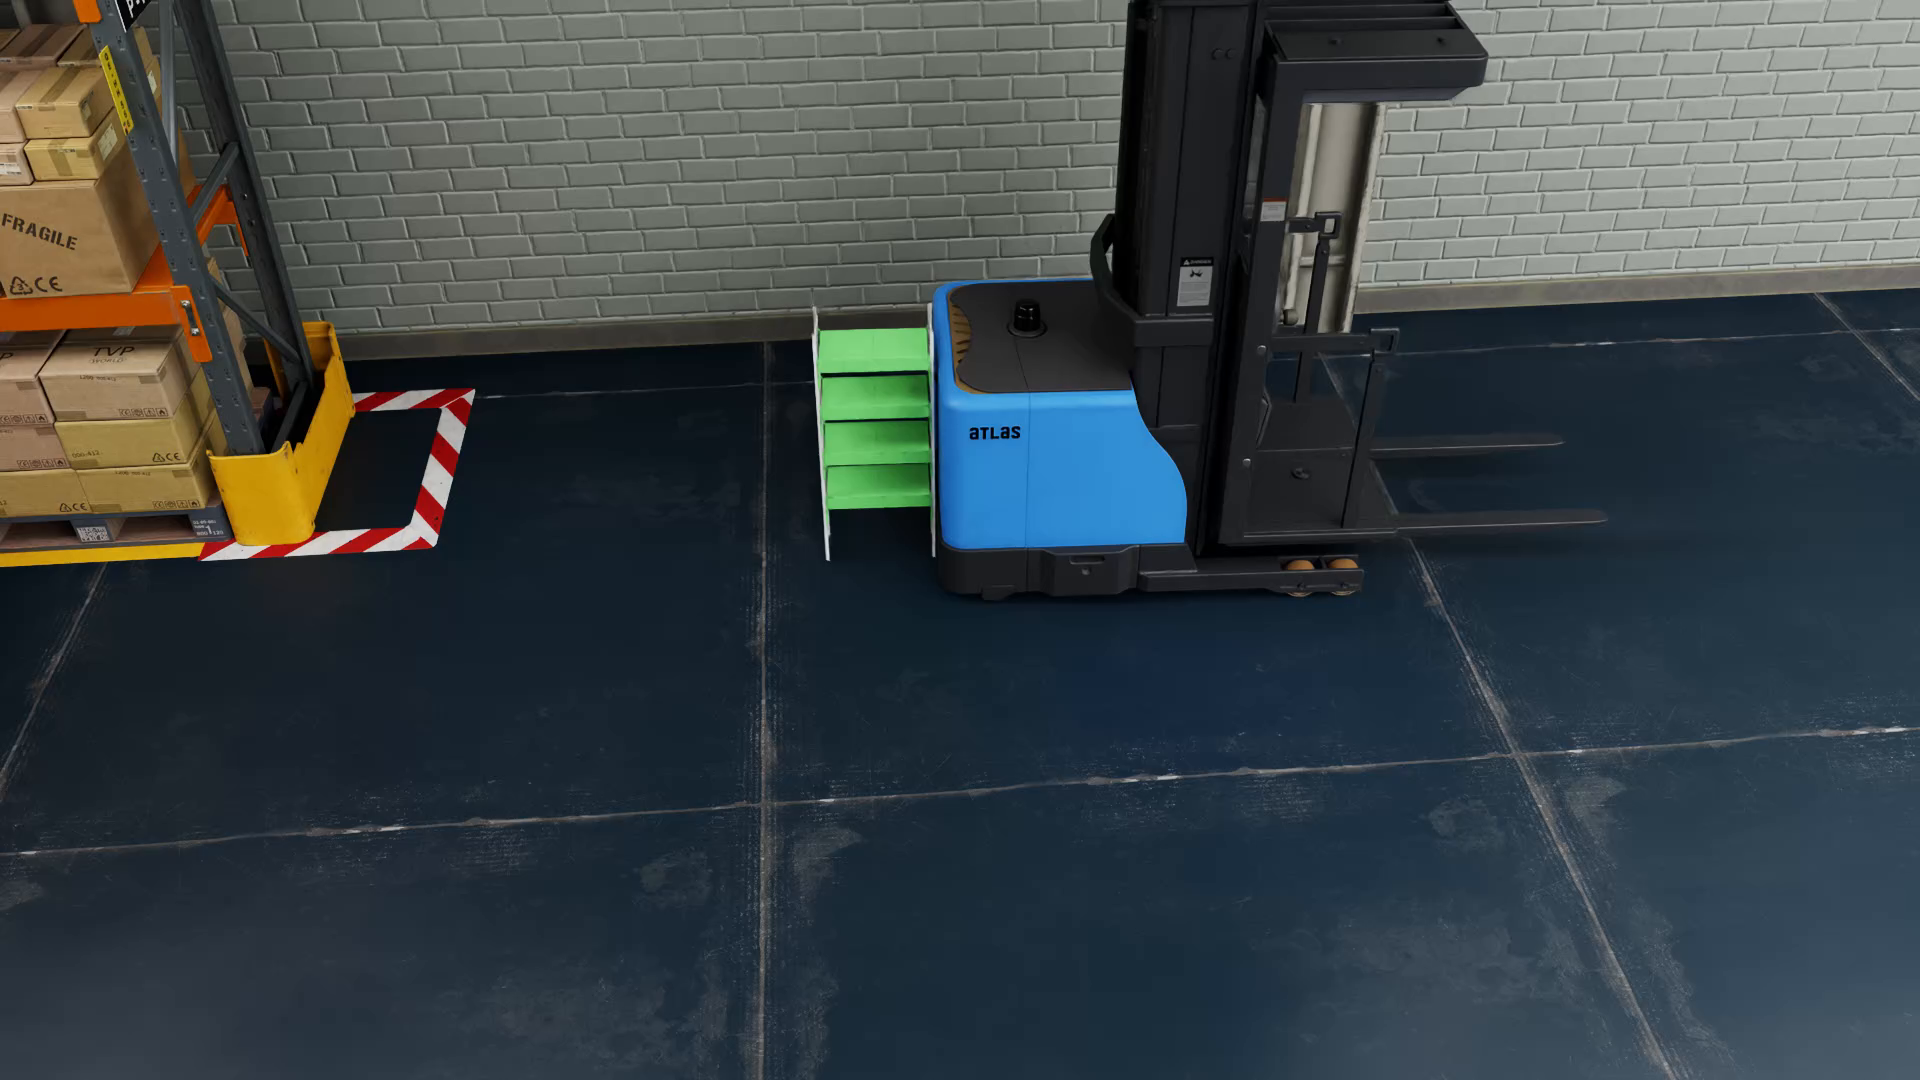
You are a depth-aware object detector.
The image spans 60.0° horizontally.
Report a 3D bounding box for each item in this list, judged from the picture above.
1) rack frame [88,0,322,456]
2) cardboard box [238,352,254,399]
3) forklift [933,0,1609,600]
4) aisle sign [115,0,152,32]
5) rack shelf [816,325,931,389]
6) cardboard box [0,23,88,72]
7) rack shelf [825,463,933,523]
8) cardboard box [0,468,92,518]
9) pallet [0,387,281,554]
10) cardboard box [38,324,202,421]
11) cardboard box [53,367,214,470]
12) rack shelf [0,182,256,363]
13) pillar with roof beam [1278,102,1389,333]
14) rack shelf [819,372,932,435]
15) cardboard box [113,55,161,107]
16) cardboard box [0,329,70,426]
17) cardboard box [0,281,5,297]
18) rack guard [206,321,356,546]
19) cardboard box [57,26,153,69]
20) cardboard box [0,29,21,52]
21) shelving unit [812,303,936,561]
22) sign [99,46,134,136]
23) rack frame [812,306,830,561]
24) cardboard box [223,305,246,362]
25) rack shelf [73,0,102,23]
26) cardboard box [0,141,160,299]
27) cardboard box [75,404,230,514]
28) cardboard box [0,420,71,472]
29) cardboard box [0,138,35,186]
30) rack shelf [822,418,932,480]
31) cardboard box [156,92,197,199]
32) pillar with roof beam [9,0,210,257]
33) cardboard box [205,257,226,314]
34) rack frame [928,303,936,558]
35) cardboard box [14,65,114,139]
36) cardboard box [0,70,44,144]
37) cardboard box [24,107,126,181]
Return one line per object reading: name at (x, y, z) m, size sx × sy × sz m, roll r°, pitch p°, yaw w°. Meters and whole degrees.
rack frame at (-3.274, -1.514, 7.247) m, size 0.127 × 3.000 × 1.000 m, roll -3°, pitch 38°, yaw -4°
cardboard box at (-3.780, -0.693, 8.087) m, size 0.500 × 0.250 × 0.500 m, roll -3°, pitch 38°, yaw -4°
forklift at (1.401, -1.225, 6.936) m, size 3.031 × 2.935 × 1.130 m, roll -2°, pitch 38°, yaw -2°
aisle sign at (-3.182, -2.357, 6.217) m, size 0.004 × 0.787 × 0.394 m, roll -3°, pitch 38°, yaw -4°
rack shelf at (-0.368, -0.783, 7.102) m, size 0.480 × 0.148 × 0.258 m, roll -2°, pitch 38°, yaw -2°
cardboard box at (-3.897, -2.062, 7.097) m, size 0.250 × 0.149 × 0.380 m, roll -2°, pitch 38°, yaw -2°
rack shelf at (-0.368, -0.218, 7.548) m, size 0.480 × 0.148 × 0.258 m, roll -2°, pitch 38°, yaw -2°
cardboard box at (-4.210, -0.357, 7.662) m, size 0.500 × 0.250 × 0.500 m, roll -3°, pitch 38°, yaw -4°
pallet at (-4.032, -0.351, 8.025) m, size 1.213 × 0.211 × 1.003 m, roll -3°, pitch 38°, yaw -4°
cardboard box at (-3.705, -0.774, 7.383) m, size 0.500 × 0.250 × 0.500 m, roll -2°, pitch 38°, yaw -2°
cardboard box at (-3.731, -0.576, 7.535) m, size 0.500 × 0.250 × 0.500 m, roll -4°, pitch 38°, yaw -5°
rack shelf at (-5.266, -1.122, 7.331) m, size 4.000 × 0.370 × 1.077 m, roll -3°, pitch 38°, yaw -4°
pillar with roof beam at (2.311, -2.060, 3.096) m, size 0.400 × 9.000 × 9.100 m, roll -3°, pitch 38°, yaw -4°
rack shelf at (-0.368, -0.595, 7.251) m, size 0.480 × 0.148 × 0.258 m, roll -2°, pitch 38°, yaw -2°
cardboard box at (-3.634, -1.949, 7.194) m, size 0.250 × 0.149 × 0.380 m, roll -4°, pitch 38°, yaw -5°
cardboard box at (-4.213, -0.742, 7.343) m, size 0.500 × 0.250 × 0.500 m, roll -2°, pitch 38°, yaw -3°
cardboard box at (-4.258, -1.341, 6.948) m, size 0.500 × 0.500 × 0.500 m, roll -2°, pitch 38°, yaw -3°
rack guard at (-3.250, -0.534, 8.023) m, size 0.348 × 0.500 × 1.175 m, roll -3°, pitch 38°, yaw -4°
cardboard box at (-3.627, -2.038, 7.067) m, size 0.250 × 0.149 × 0.380 m, roll -4°, pitch 38°, yaw -5°
cardboard box at (-4.152, -2.021, 7.045) m, size 0.250 × 0.149 × 0.380 m, roll -2°, pitch 38°, yaw -3°
shelving unit at (-0.368, -0.457, 7.360) m, size 0.503 × 1.200 × 0.258 m, roll -2°, pitch 38°, yaw -2°
sign at (-3.239, -1.726, 6.390) m, size 0.005 × 0.325 × 0.100 m, roll -3°, pitch 38°, yaw -4°
rack frame at (-0.612, -0.449, 7.350) m, size 0.015 × 1.200 × 0.240 m, roll -2°, pitch 38°, yaw -2°
cardboard box at (-3.760, -0.898, 7.943) m, size 0.500 × 0.250 × 0.500 m, roll -2°, pitch 38°, yaw -3°
rack shelf at (-5.266, -2.299, 6.402) m, size 4.000 × 0.370 × 1.077 m, roll -3°, pitch 38°, yaw -4°
cardboard box at (-3.740, -1.364, 6.976) m, size 0.500 × 0.500 × 0.500 m, roll -4°, pitch 38°, yaw -5°
cardboard box at (-3.714, -0.378, 7.689) m, size 0.500 × 0.250 × 0.500 m, roll -3°, pitch 38°, yaw -4°
cardboard box at (-4.231, -0.555, 7.509) m, size 0.500 × 0.250 × 0.500 m, roll -3°, pitch 38°, yaw -4°
cardboard box at (-3.846, -1.583, 6.731) m, size 0.250 × 0.149 × 0.380 m, roll -3°, pitch 38°, yaw -3°
rack shelf at (-0.368, -0.407, 7.400) m, size 0.480 × 0.148 × 0.258 m, roll -2°, pitch 38°, yaw -2°
cardboard box at (-3.792, -1.697, 7.399) m, size 0.500 × 0.500 × 0.500 m, roll -2°, pitch 38°, yaw -3°
pillar with roof beam at (-3.666, -1.731, 2.679) m, size 0.400 × 9.000 × 9.100 m, roll -3°, pitch 38°, yaw -4°
cardboard box at (-3.769, -1.082, 7.773) m, size 0.500 × 0.250 × 0.500 m, roll -4°, pitch 38°, yaw -5°
rack frame at (-0.124, -0.464, 7.370) m, size 0.015 × 1.200 × 0.240 m, roll -2°, pitch 38°, yaw -2°
cardboard box at (-3.612, -1.775, 6.733) m, size 0.250 × 0.149 × 0.380 m, roll -3°, pitch 38°, yaw -4°
cardboard box at (-3.855, -1.742, 6.692) m, size 0.250 × 0.149 × 0.380 m, roll -3°, pitch 38°, yaw -4°
cardboard box at (-3.594, -1.616, 6.772) m, size 0.250 × 0.149 × 0.380 m, roll -3°, pitch 38°, yaw -3°
